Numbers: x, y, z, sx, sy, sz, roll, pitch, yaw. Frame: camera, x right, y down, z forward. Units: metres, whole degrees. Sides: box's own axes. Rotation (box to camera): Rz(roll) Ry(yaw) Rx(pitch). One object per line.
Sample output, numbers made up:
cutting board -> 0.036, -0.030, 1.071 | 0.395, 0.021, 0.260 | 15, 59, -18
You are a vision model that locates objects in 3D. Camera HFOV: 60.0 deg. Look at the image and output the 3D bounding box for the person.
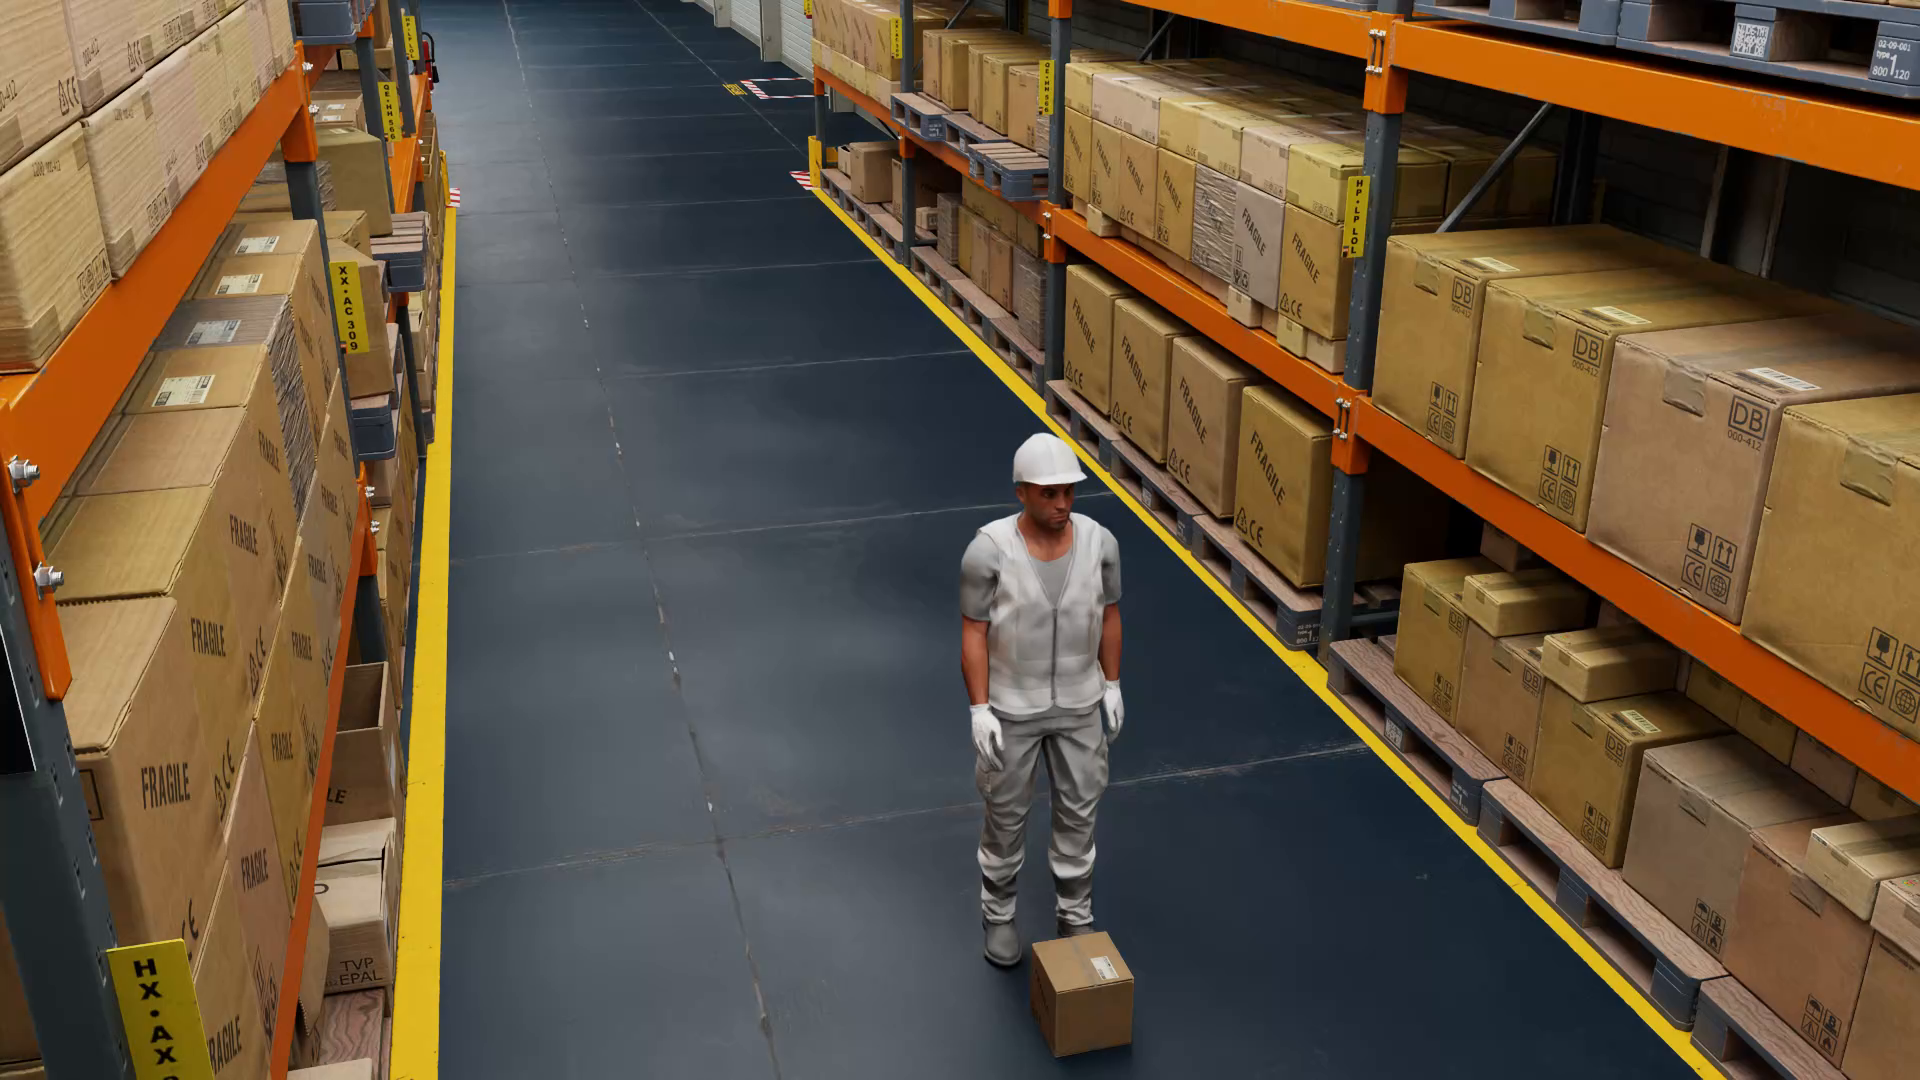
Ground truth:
person -> 0.277, 0.538, 5.275 | 0.545, 1.798, 0.419 | -6, 23, -13
